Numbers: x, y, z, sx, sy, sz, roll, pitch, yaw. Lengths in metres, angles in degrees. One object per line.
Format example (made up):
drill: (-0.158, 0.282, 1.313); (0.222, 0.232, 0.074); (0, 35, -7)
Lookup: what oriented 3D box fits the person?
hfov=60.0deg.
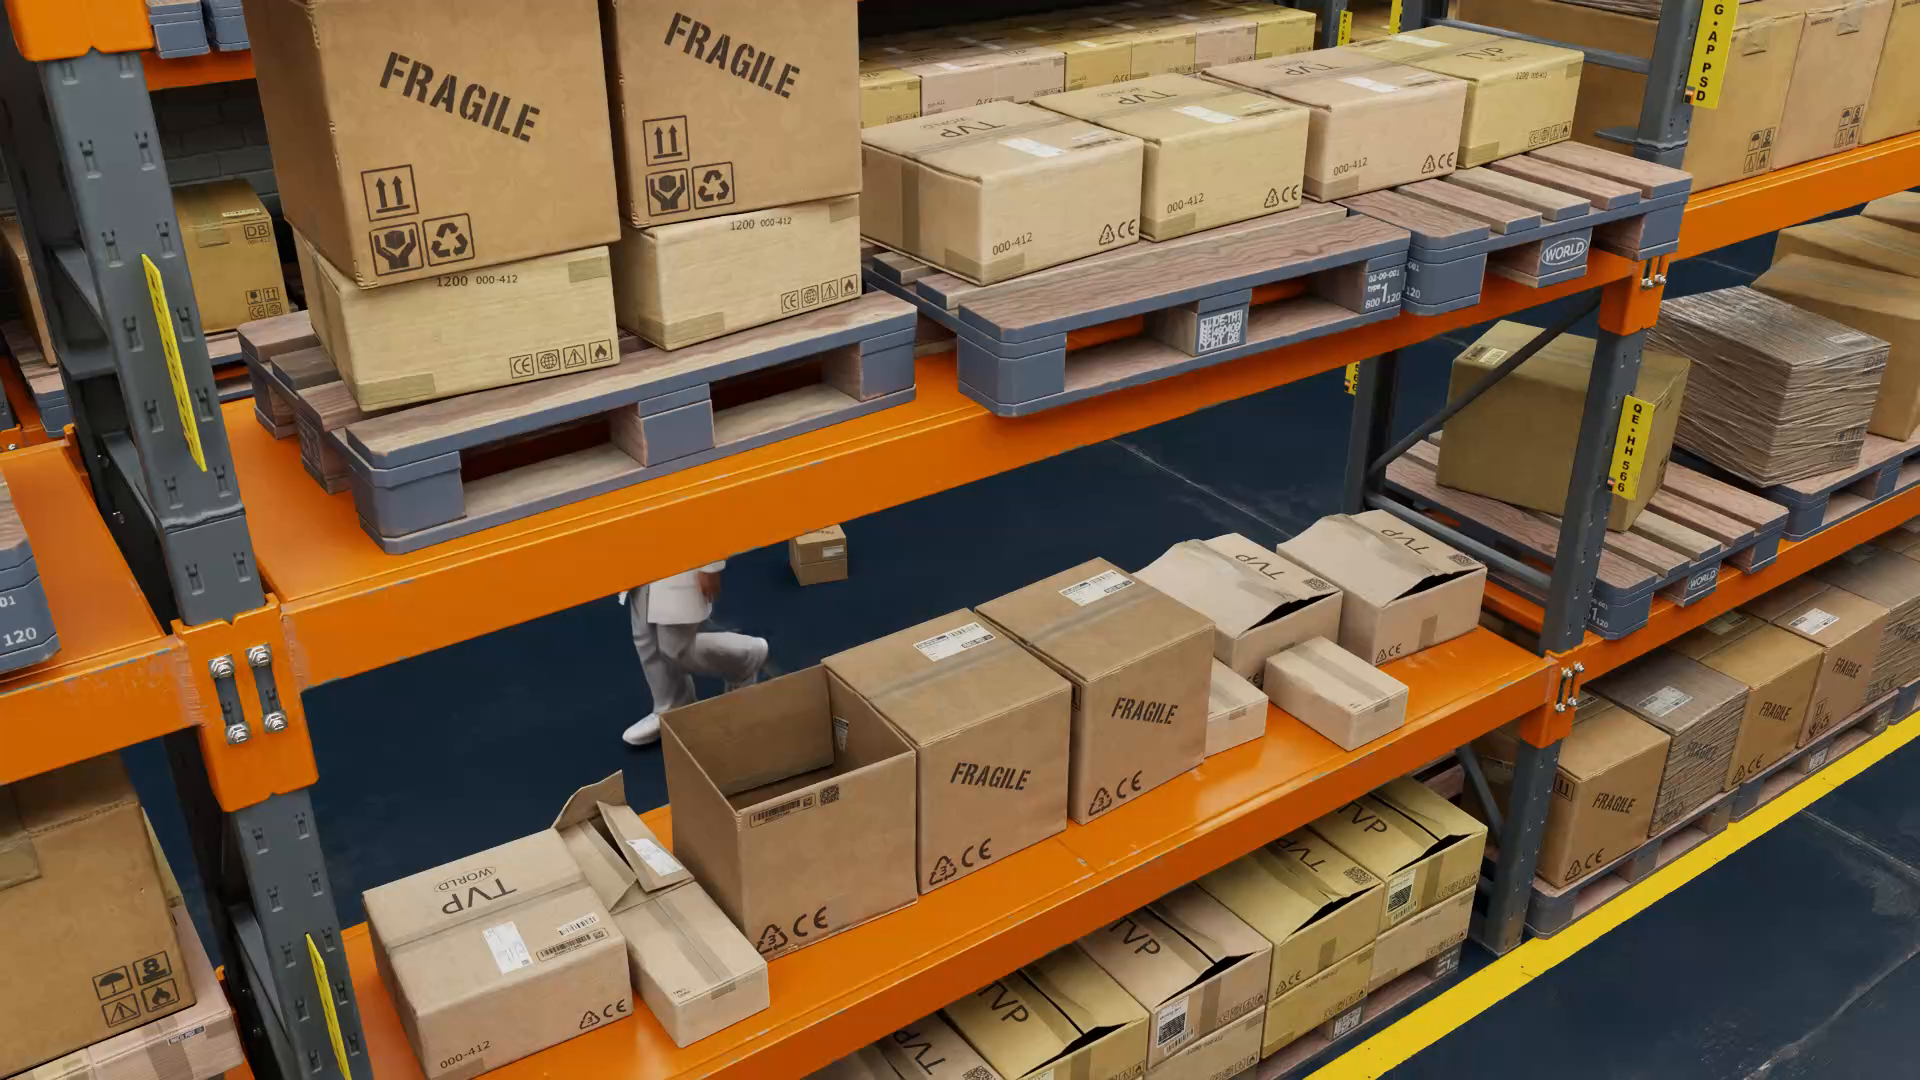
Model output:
person: (-1.170, 0.041, 7.007); (0.677, 1.764, 0.584); (-25, 37, -38)
